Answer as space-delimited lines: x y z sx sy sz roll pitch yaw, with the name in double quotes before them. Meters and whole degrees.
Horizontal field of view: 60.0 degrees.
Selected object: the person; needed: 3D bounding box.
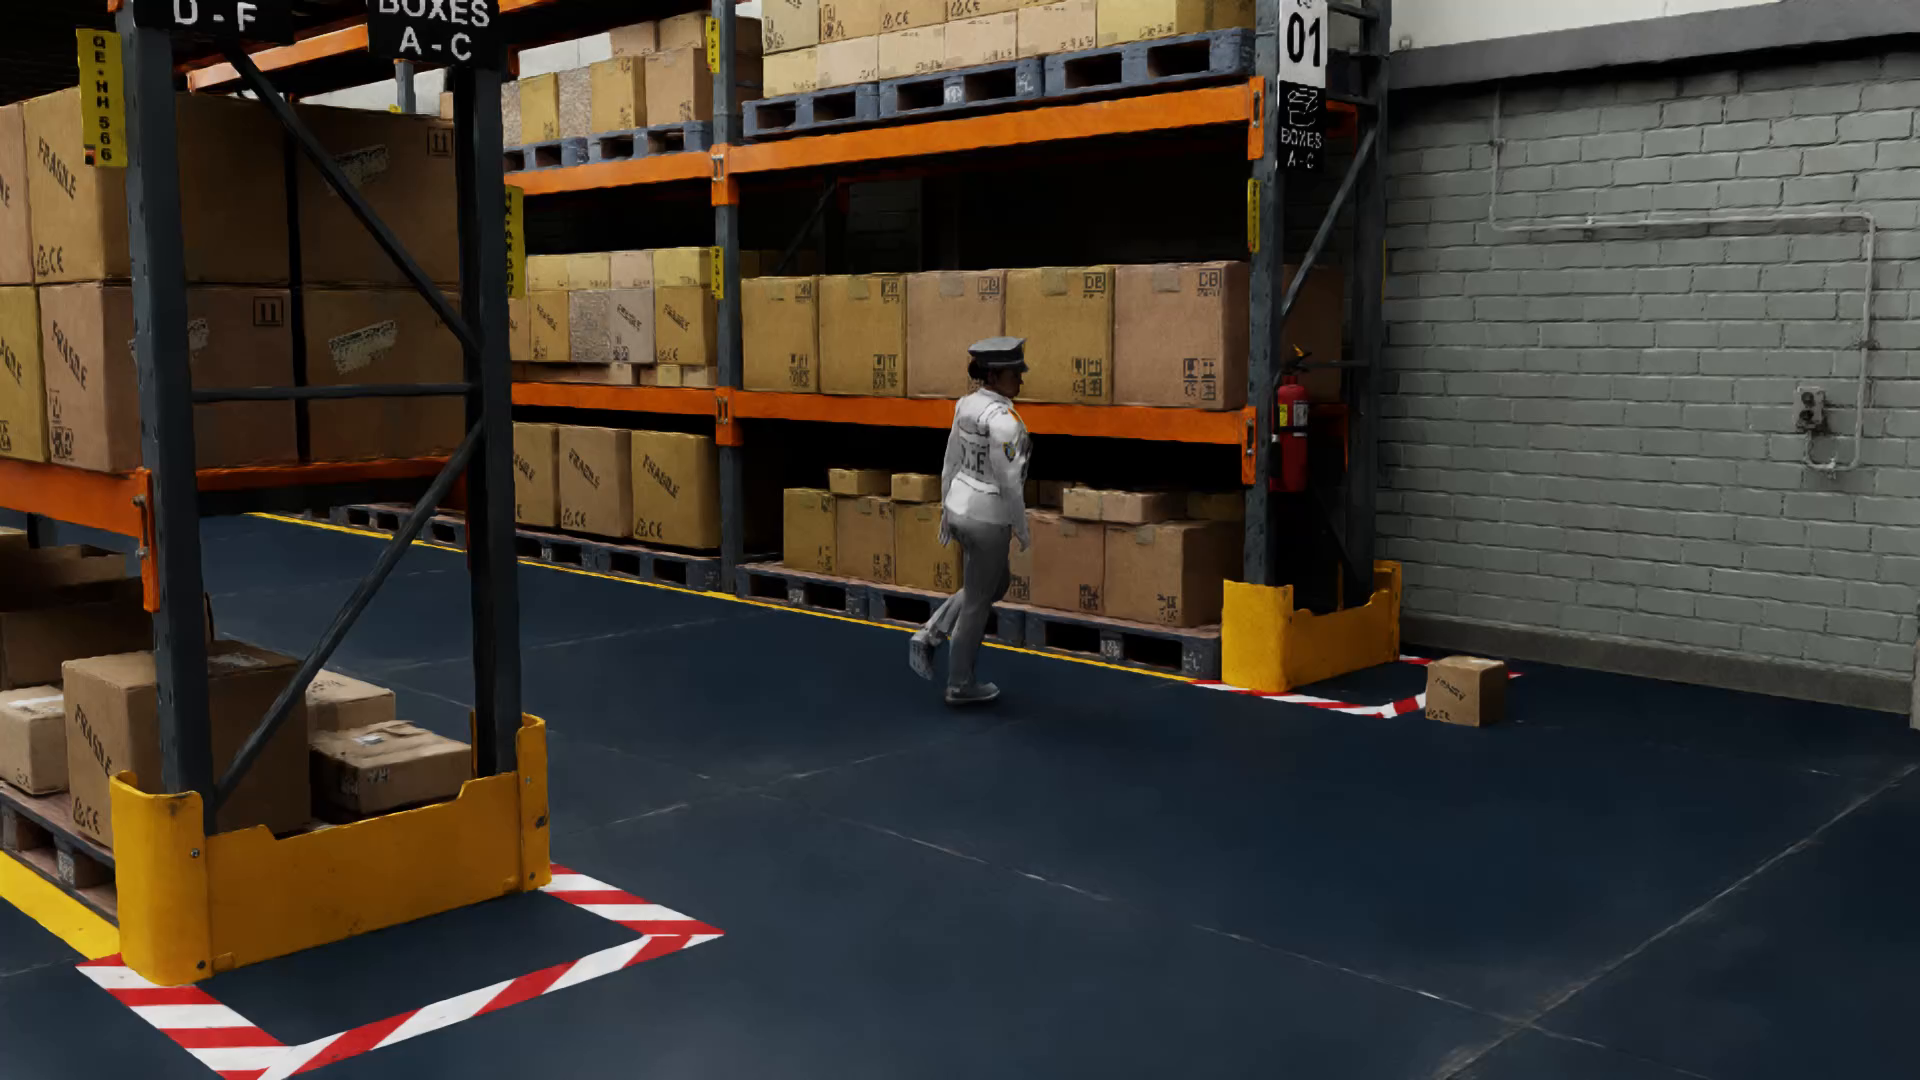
"person" 0.076 -0.072 7.305 0.455 1.631 0.665 -3 8 -25
